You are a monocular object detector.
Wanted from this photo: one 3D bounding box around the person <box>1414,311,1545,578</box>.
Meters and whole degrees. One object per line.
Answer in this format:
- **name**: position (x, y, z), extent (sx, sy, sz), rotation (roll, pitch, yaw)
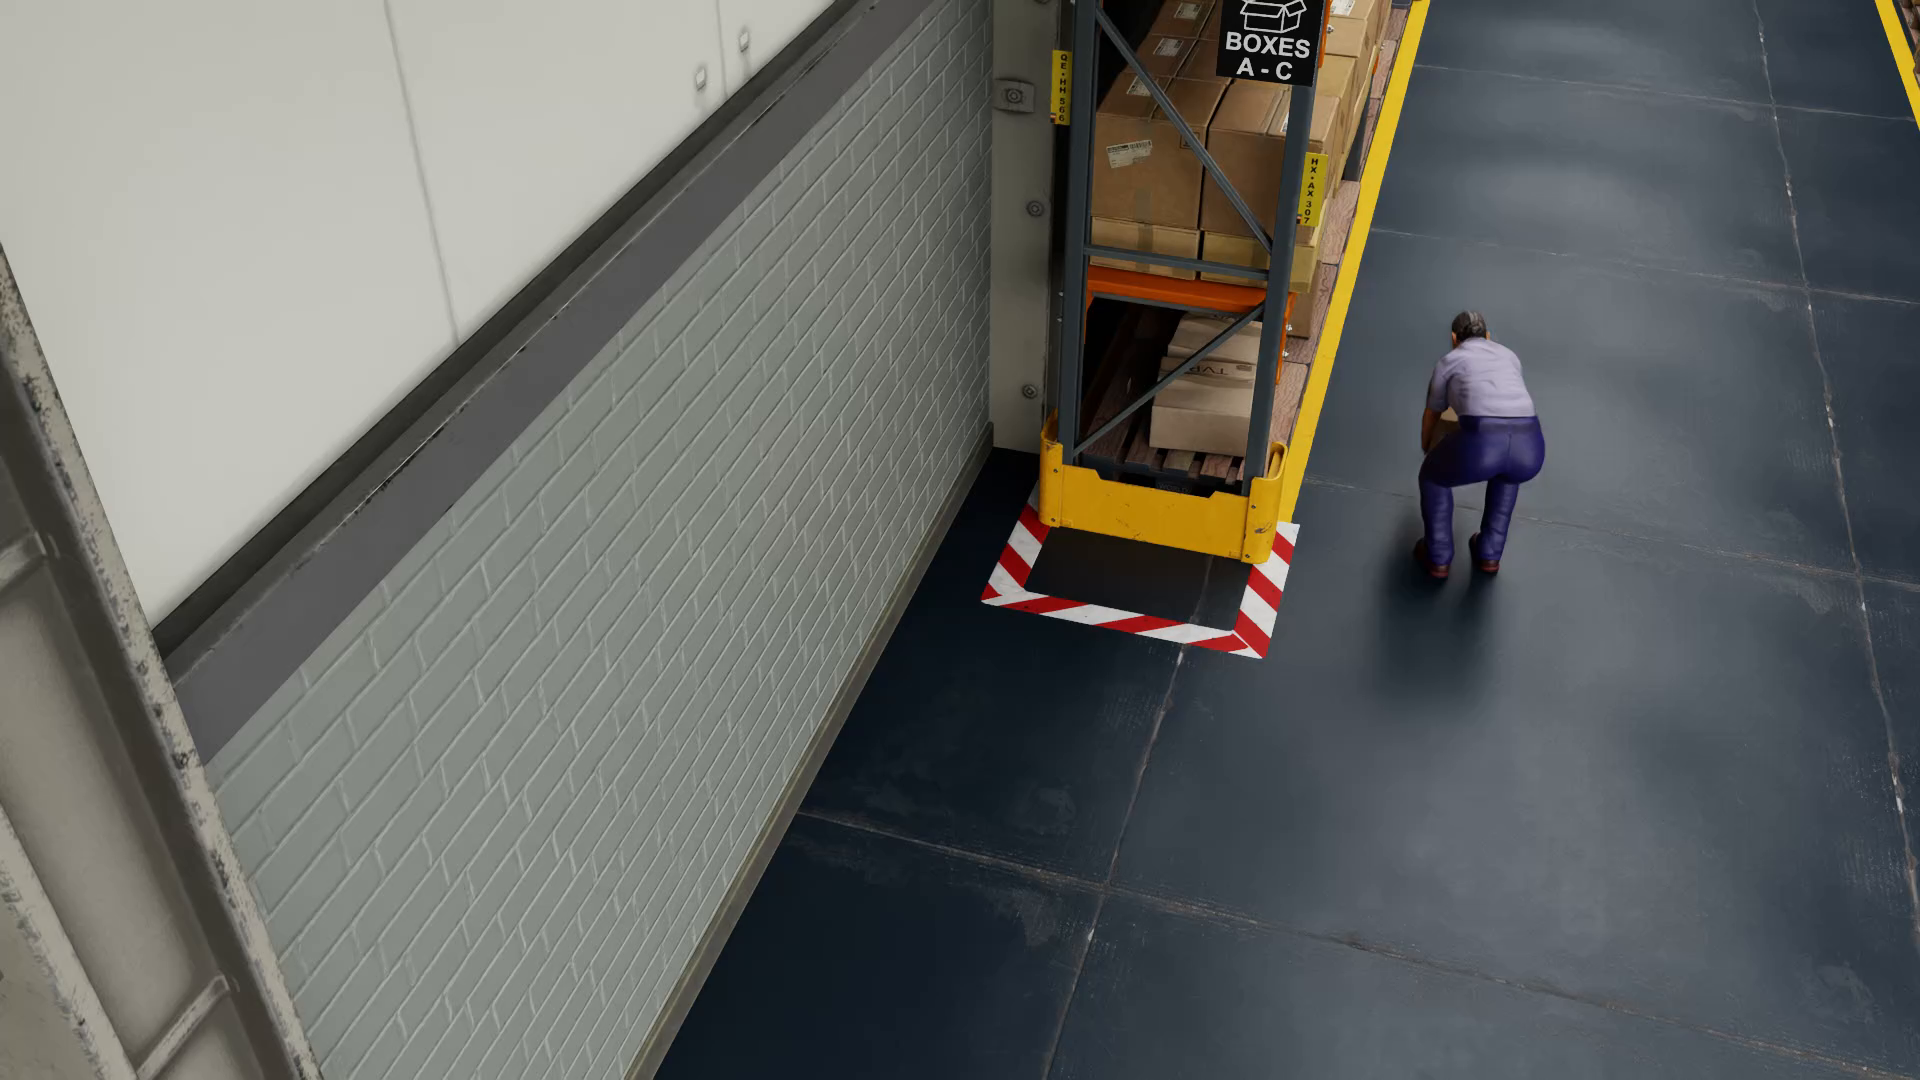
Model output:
- **person**: position (2.444, -0.444, 7.941), extent (0.476, 1.103, 0.824), rotation (-1, 37, -1)
